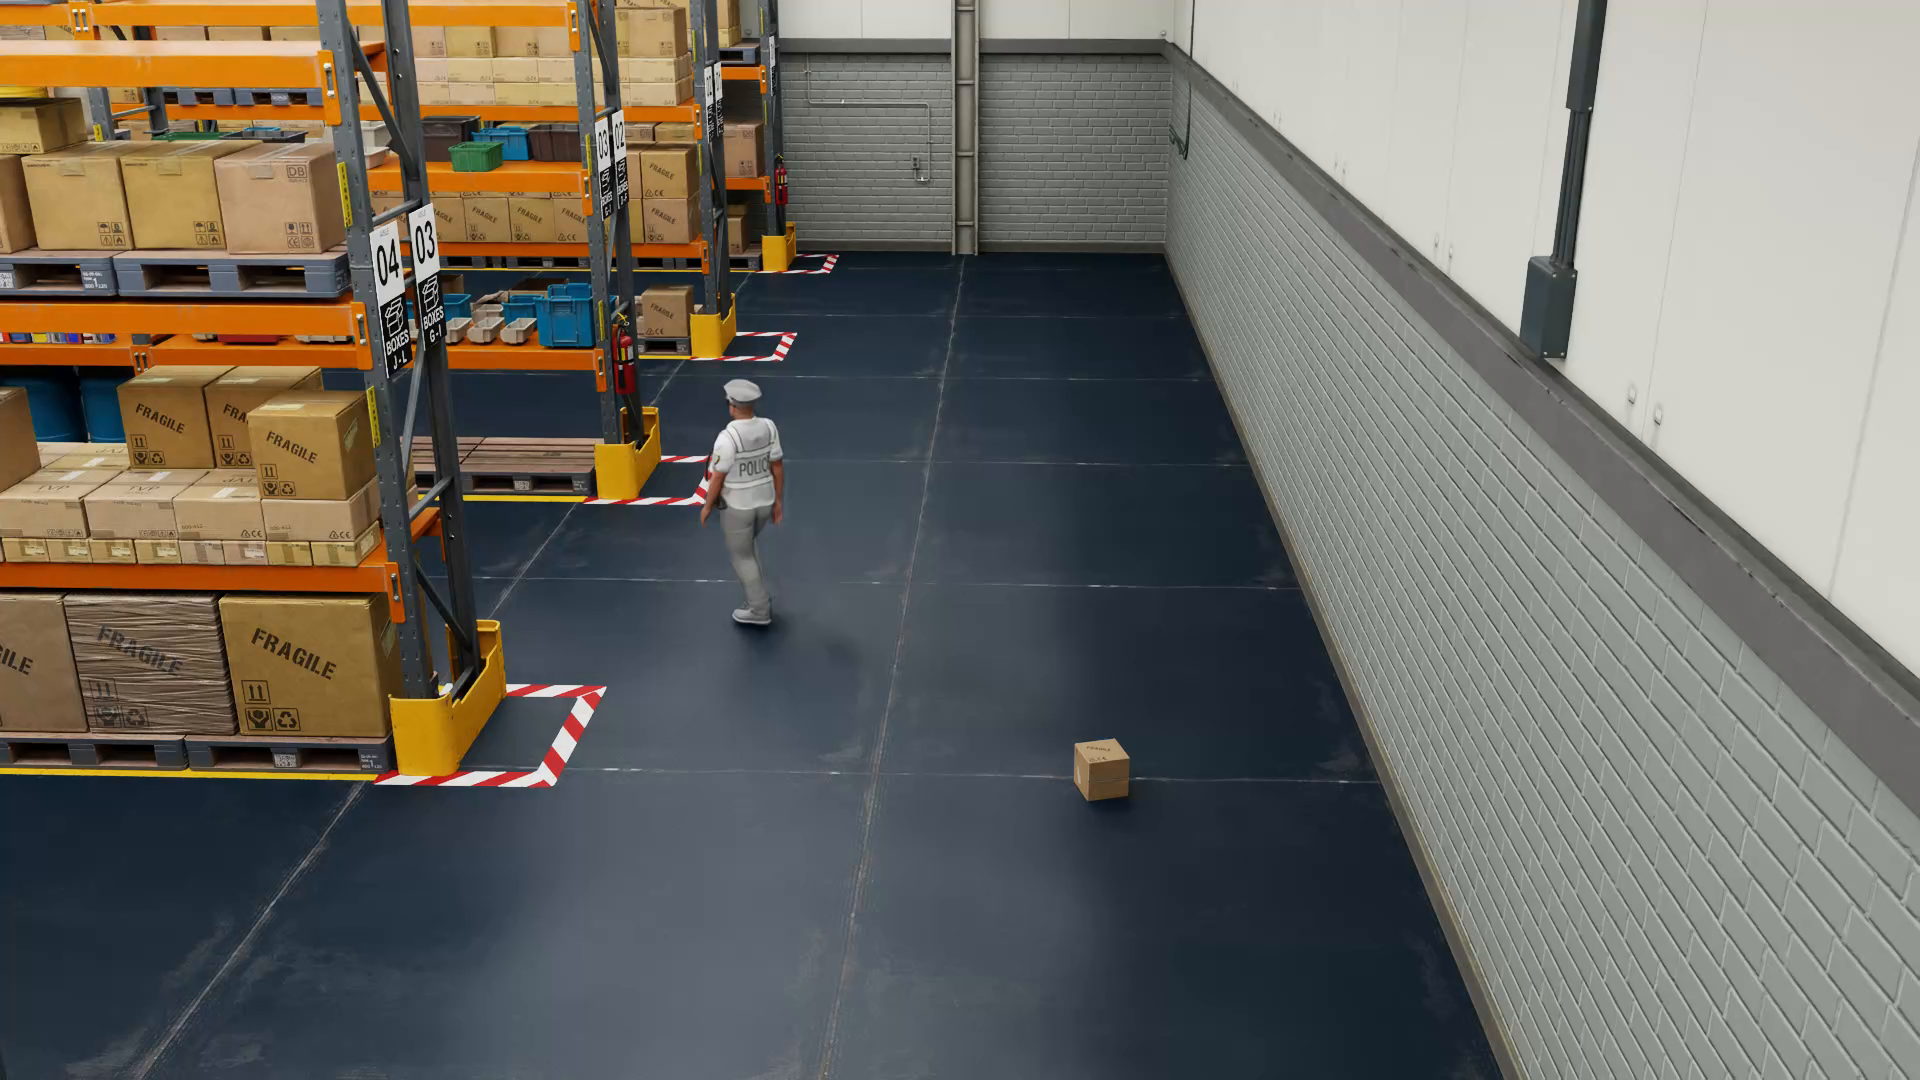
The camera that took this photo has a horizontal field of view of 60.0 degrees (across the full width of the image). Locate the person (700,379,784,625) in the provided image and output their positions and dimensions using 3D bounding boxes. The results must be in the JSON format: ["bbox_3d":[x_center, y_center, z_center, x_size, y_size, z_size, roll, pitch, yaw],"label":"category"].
[{"bbox_3d":[-1.535,-0.232,11.702,0.510,1.843,0.548,16,26,36],"label":"person"}]
